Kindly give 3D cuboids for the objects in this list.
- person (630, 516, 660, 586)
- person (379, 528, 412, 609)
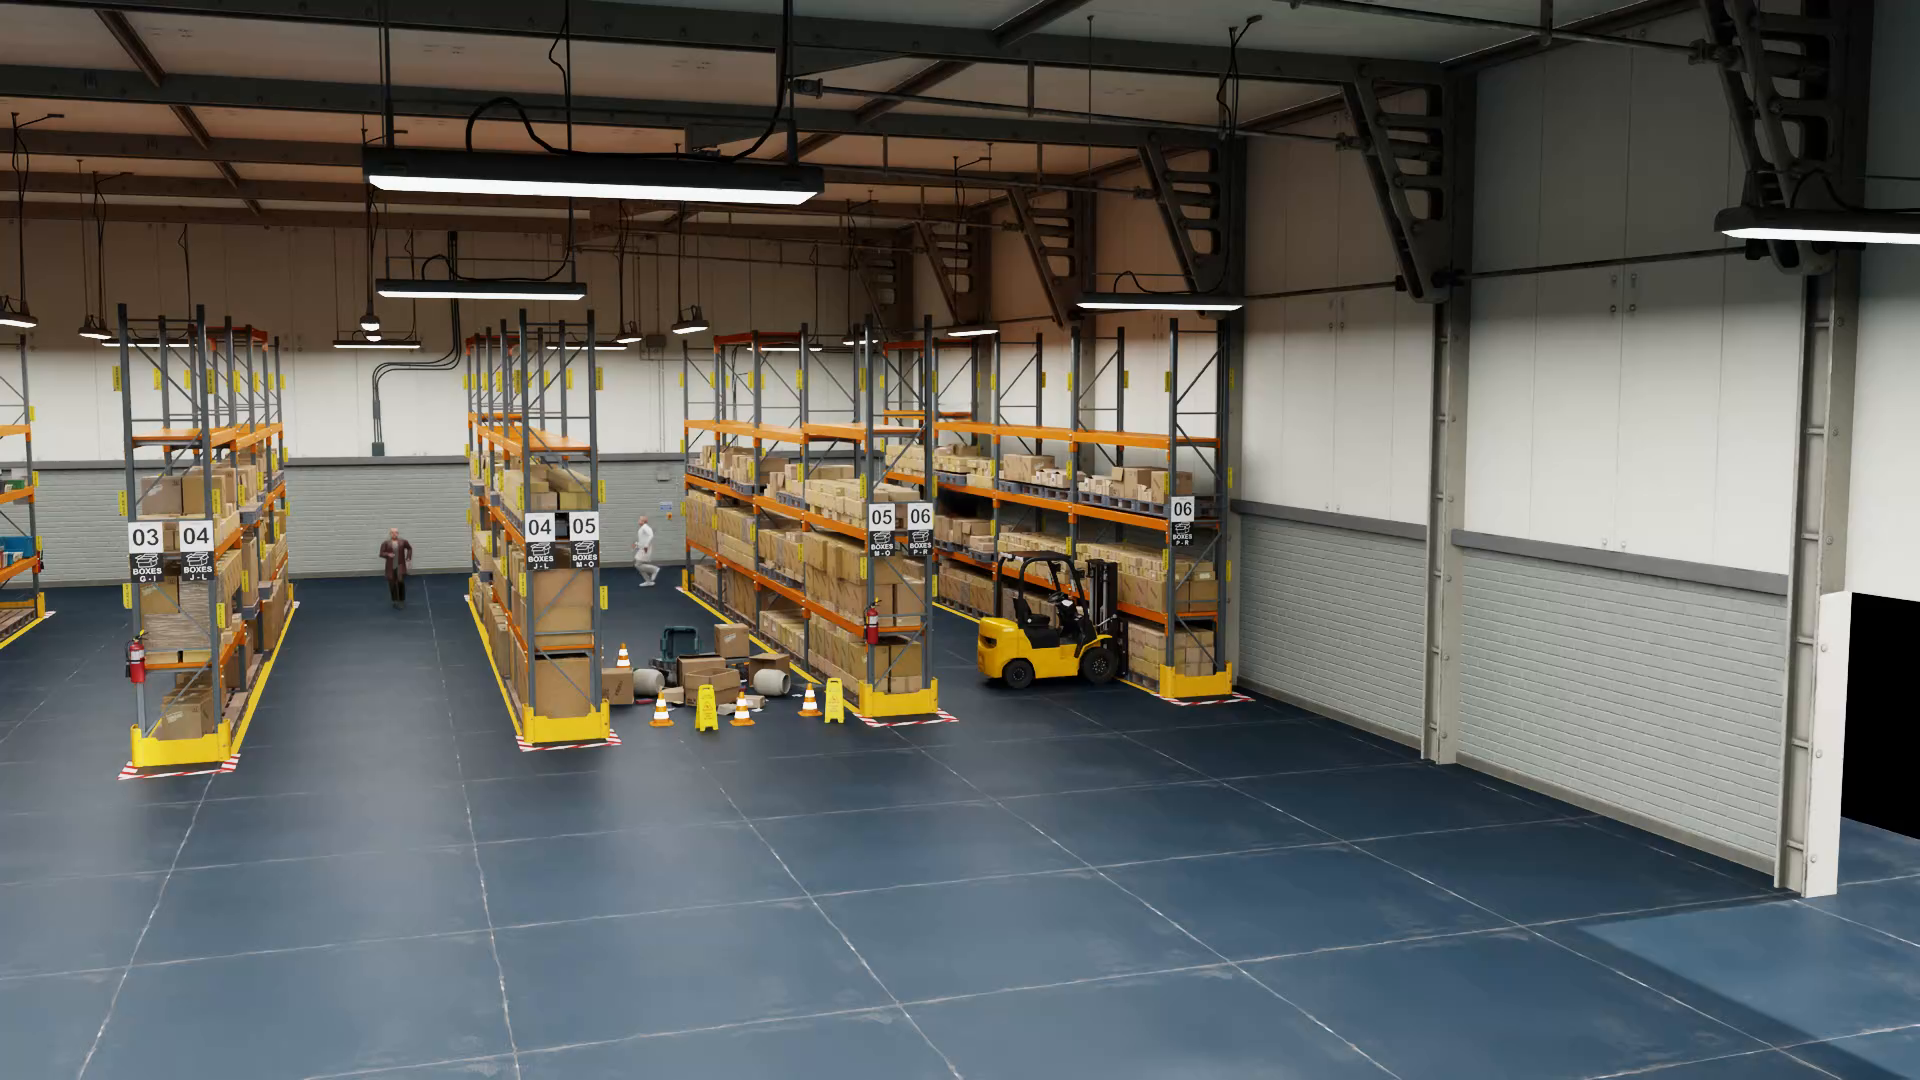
[{"bbox_3d":[-7.742,0.278,40.821,0.686,1.744,0.746,-1,6,-14],"label":"person"},{"bbox_3d":[-12.479,0.637,36.791,0.673,1.817,0.792,-1,6,-15],"label":"person"}]
